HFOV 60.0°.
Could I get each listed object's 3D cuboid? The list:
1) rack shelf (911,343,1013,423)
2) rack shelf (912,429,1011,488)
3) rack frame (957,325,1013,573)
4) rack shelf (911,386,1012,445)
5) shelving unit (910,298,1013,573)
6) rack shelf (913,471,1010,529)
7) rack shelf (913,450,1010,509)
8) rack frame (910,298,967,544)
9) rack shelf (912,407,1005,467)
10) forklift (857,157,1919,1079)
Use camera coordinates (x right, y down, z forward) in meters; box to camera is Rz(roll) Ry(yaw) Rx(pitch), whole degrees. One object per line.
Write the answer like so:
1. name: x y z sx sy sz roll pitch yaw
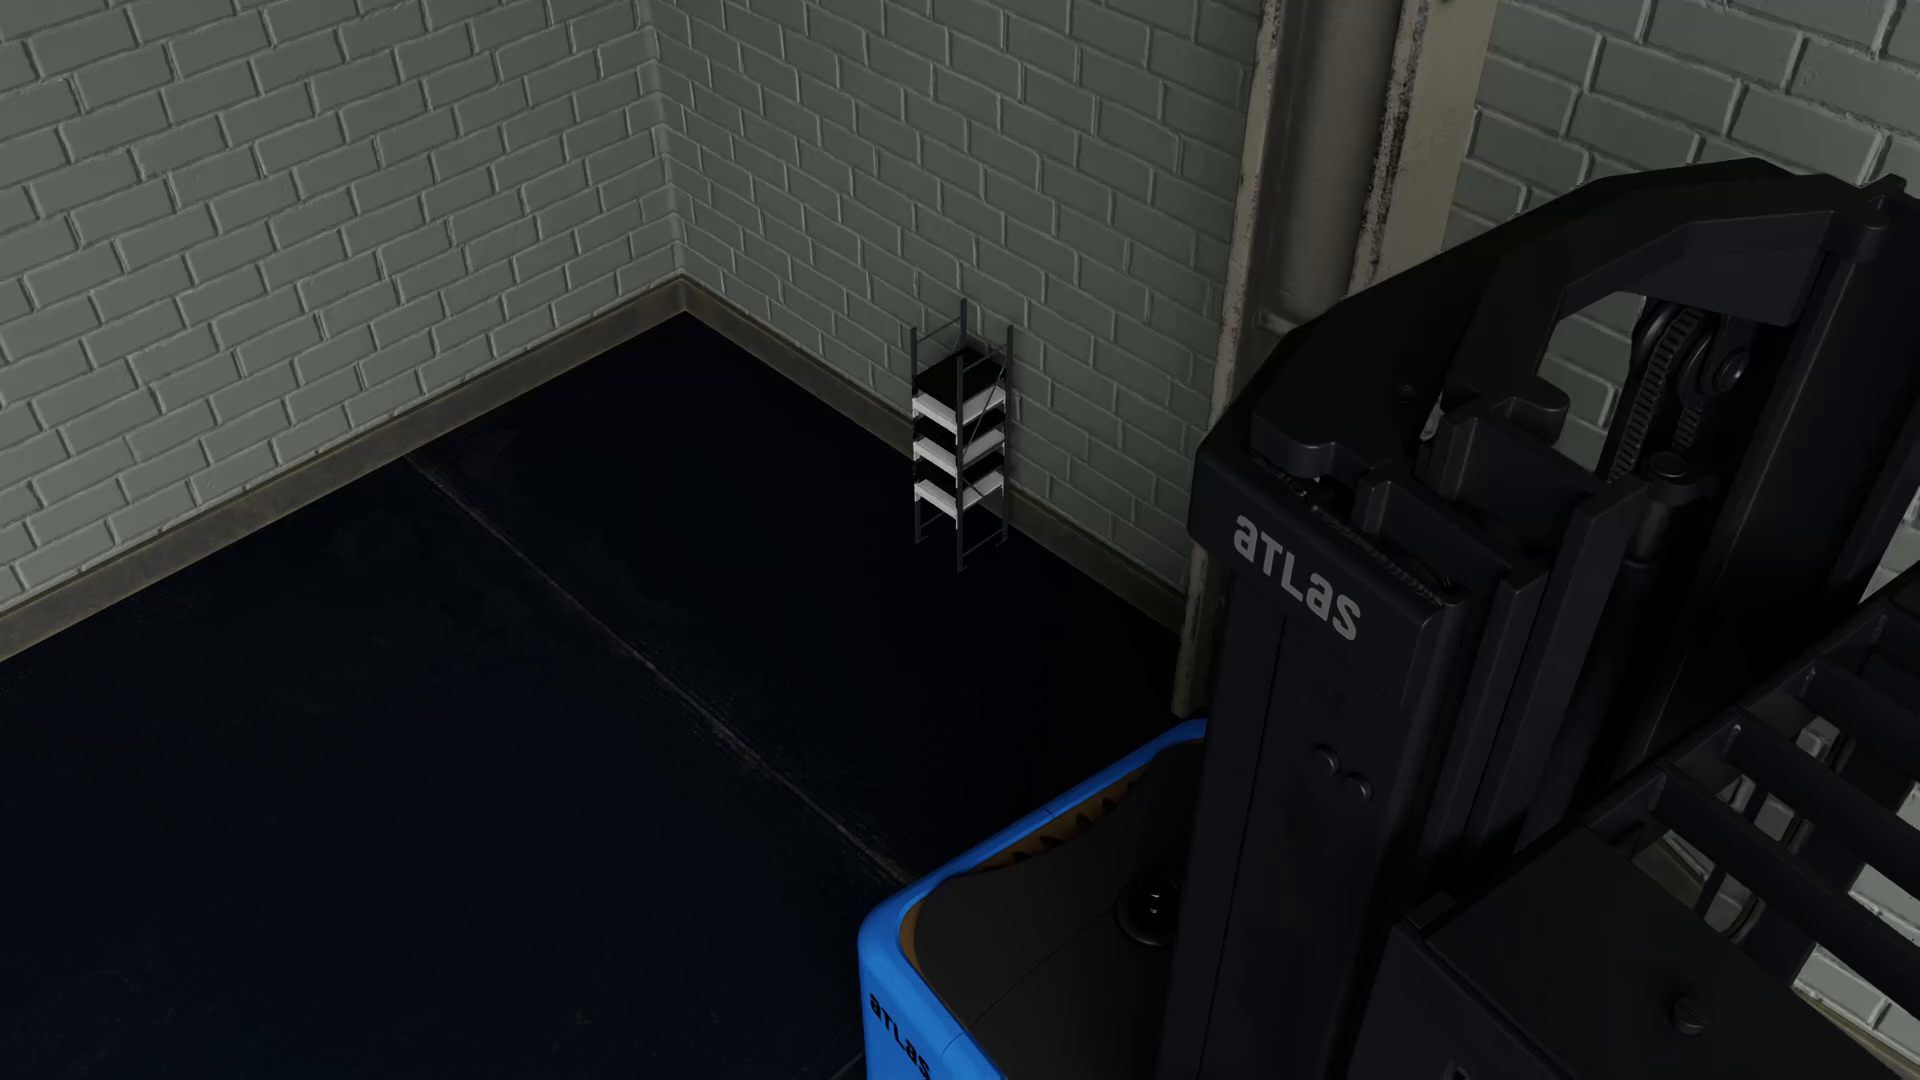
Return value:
1. rack shelf: 0.006 -0.500 5.280 0.258 0.077 0.200 -34 53 -31
2. rack shelf: 0.006 -0.302 5.463 0.258 0.077 0.200 -34 53 -31
3. rack frame: 0.078 -0.278 5.387 0.240 0.900 0.006 -34 53 -31
4. rack shelf: 0.006 -0.434 5.341 0.258 0.077 0.200 -34 53 -31
5. shelving unit: 0.006 -0.327 5.440 0.258 0.900 0.210 -34 53 -31
6. rack shelf: 0.006 -0.170 5.585 0.258 0.077 0.200 -34 53 -31
7. rack shelf: 0.006 -0.236 5.524 0.258 0.077 0.200 -34 53 -31
8. rack frame: -0.066 -0.375 5.493 0.240 0.900 0.006 -34 53 -31
9. rack shelf: 0.006 -0.368 5.402 0.258 0.077 0.200 -34 53 -31
10. forklift: 1.050 1.090 2.410 1.130 2.935 3.031 -26 49 -26
